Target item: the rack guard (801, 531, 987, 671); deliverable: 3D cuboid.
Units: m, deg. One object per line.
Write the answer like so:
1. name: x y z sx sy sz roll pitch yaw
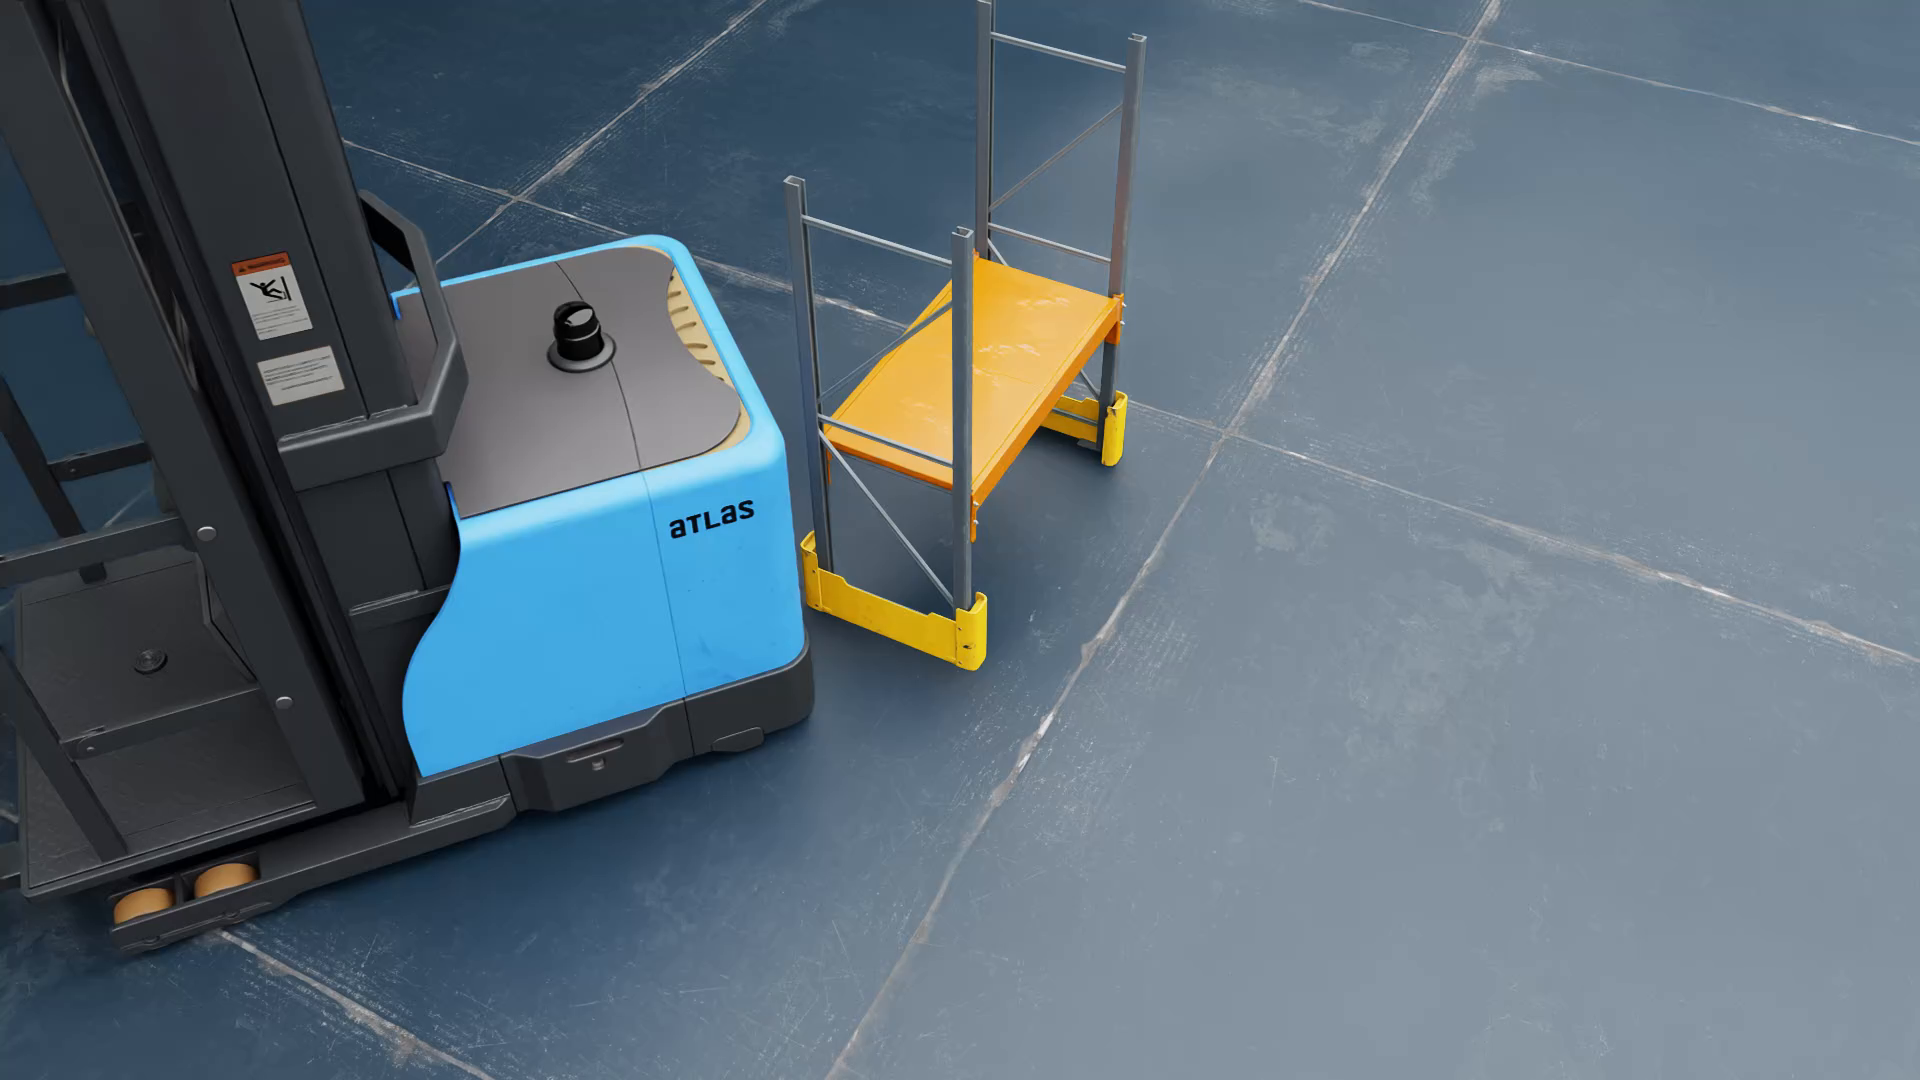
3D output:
1. rack guard: -0.196 0.178 4.898 0.587 0.250 0.087 20 49 19

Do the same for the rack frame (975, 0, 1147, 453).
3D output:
1. rack frame: 0.276 -0.901 5.086 0.500 1.500 0.032 20 49 19

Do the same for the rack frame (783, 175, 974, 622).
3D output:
1. rack frame: -0.196 -0.261 4.453 0.500 1.500 0.032 20 49 19

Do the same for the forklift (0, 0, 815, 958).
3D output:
1. forklift: -1.978 -0.420 3.605 3.031 2.935 1.130 -16 48 -16

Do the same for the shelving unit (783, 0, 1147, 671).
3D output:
1. shelving unit: 0.035 -0.575 4.764 0.587 1.500 1.083 20 49 19

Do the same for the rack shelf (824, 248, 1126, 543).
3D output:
1. rack shelf: 0.040 -0.455 4.898 0.538 0.185 1.000 20 49 19

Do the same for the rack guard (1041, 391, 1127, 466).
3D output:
1. rack guard: 0.267 -0.450 5.519 0.587 0.250 0.087 20 49 19
